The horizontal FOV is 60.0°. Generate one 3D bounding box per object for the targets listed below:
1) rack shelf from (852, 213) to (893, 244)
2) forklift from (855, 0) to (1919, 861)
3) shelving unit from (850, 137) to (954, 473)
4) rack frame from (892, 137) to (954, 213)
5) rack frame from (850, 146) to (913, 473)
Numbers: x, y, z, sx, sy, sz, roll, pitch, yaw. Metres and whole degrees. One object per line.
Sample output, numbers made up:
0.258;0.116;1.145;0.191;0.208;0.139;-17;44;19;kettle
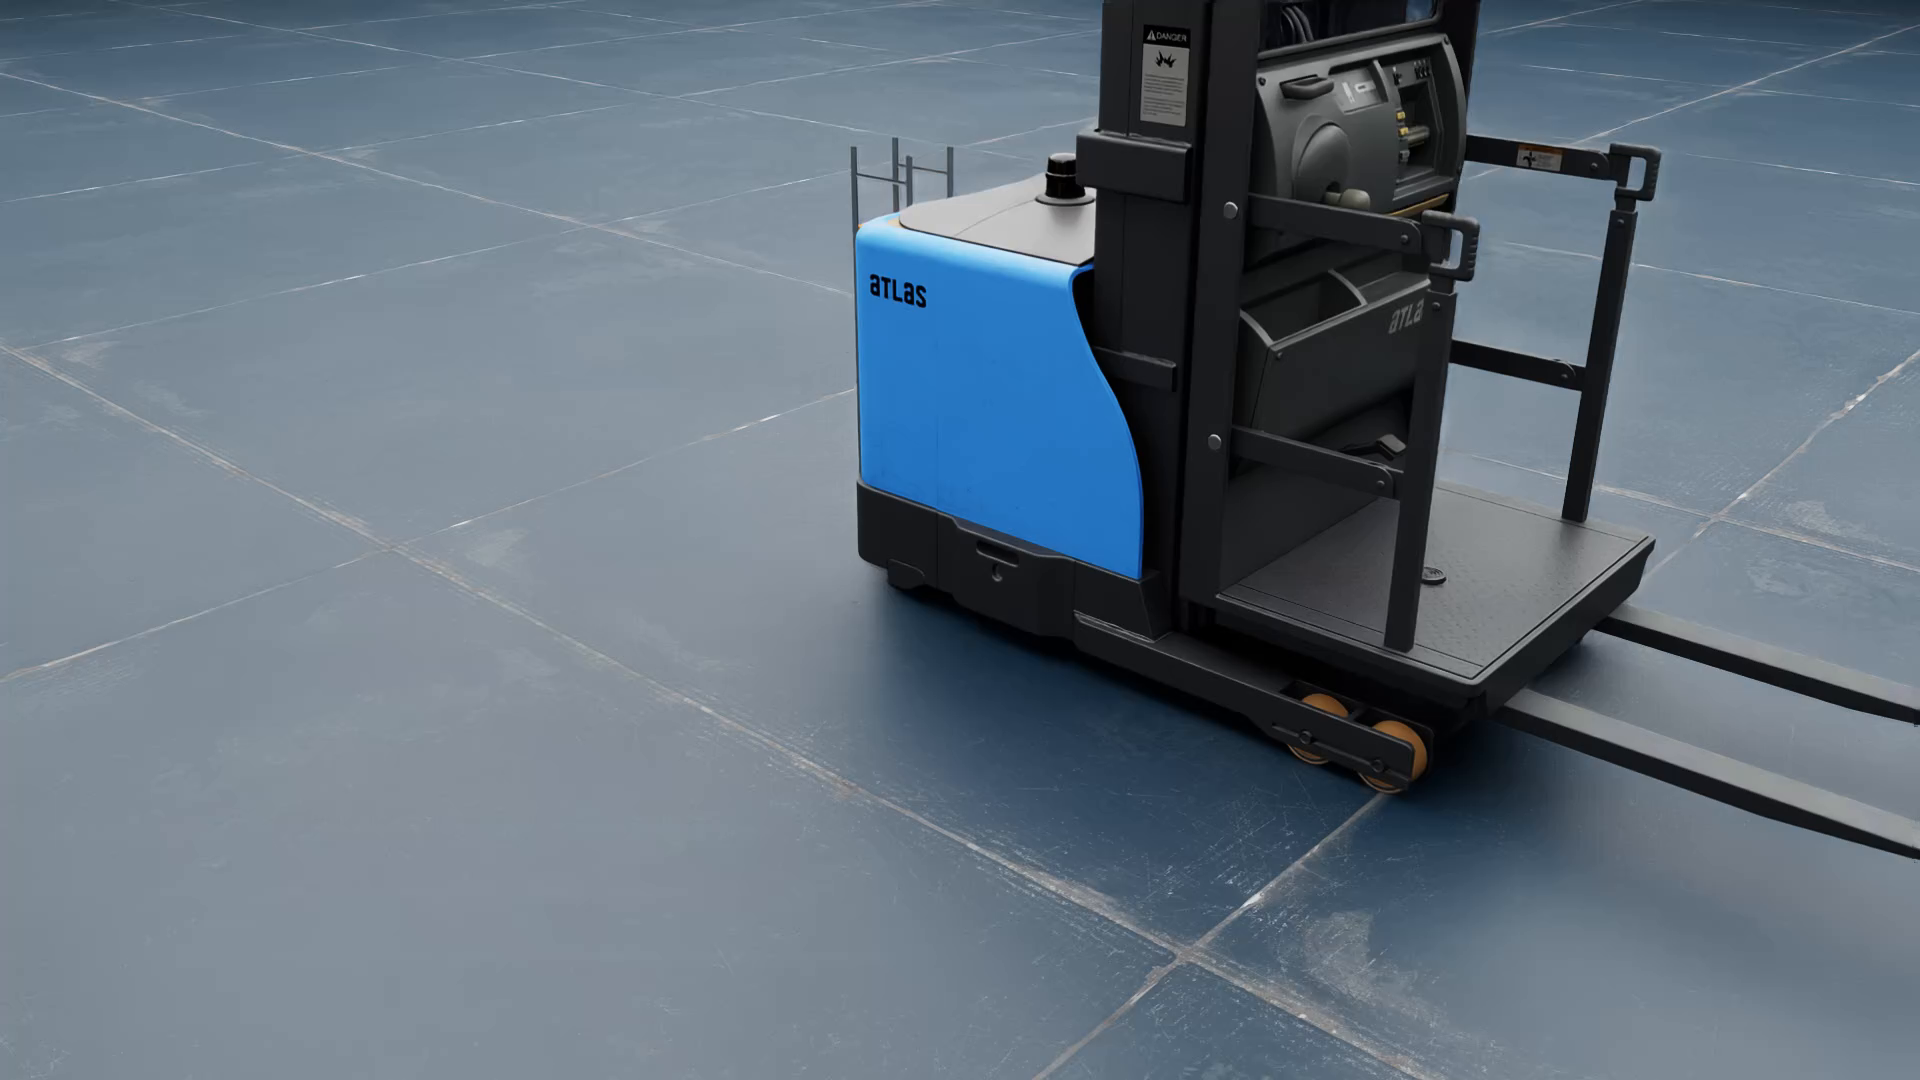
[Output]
-0.172;-0.903;5.027;0.258;0.103;0.180;19;30;36;rack shelf
1.133;-0.985;3.863;3.031;2.935;1.130;20;31;37;forklift
-0.172;-0.615;5.156;0.258;1.200;0.189;19;30;36;shelving unit
-0.113;-0.644;5.220;0.240;1.200;0.006;19;30;36;rack frame
-0.231;-0.587;5.092;0.240;1.200;0.006;19;30;36;rack frame
